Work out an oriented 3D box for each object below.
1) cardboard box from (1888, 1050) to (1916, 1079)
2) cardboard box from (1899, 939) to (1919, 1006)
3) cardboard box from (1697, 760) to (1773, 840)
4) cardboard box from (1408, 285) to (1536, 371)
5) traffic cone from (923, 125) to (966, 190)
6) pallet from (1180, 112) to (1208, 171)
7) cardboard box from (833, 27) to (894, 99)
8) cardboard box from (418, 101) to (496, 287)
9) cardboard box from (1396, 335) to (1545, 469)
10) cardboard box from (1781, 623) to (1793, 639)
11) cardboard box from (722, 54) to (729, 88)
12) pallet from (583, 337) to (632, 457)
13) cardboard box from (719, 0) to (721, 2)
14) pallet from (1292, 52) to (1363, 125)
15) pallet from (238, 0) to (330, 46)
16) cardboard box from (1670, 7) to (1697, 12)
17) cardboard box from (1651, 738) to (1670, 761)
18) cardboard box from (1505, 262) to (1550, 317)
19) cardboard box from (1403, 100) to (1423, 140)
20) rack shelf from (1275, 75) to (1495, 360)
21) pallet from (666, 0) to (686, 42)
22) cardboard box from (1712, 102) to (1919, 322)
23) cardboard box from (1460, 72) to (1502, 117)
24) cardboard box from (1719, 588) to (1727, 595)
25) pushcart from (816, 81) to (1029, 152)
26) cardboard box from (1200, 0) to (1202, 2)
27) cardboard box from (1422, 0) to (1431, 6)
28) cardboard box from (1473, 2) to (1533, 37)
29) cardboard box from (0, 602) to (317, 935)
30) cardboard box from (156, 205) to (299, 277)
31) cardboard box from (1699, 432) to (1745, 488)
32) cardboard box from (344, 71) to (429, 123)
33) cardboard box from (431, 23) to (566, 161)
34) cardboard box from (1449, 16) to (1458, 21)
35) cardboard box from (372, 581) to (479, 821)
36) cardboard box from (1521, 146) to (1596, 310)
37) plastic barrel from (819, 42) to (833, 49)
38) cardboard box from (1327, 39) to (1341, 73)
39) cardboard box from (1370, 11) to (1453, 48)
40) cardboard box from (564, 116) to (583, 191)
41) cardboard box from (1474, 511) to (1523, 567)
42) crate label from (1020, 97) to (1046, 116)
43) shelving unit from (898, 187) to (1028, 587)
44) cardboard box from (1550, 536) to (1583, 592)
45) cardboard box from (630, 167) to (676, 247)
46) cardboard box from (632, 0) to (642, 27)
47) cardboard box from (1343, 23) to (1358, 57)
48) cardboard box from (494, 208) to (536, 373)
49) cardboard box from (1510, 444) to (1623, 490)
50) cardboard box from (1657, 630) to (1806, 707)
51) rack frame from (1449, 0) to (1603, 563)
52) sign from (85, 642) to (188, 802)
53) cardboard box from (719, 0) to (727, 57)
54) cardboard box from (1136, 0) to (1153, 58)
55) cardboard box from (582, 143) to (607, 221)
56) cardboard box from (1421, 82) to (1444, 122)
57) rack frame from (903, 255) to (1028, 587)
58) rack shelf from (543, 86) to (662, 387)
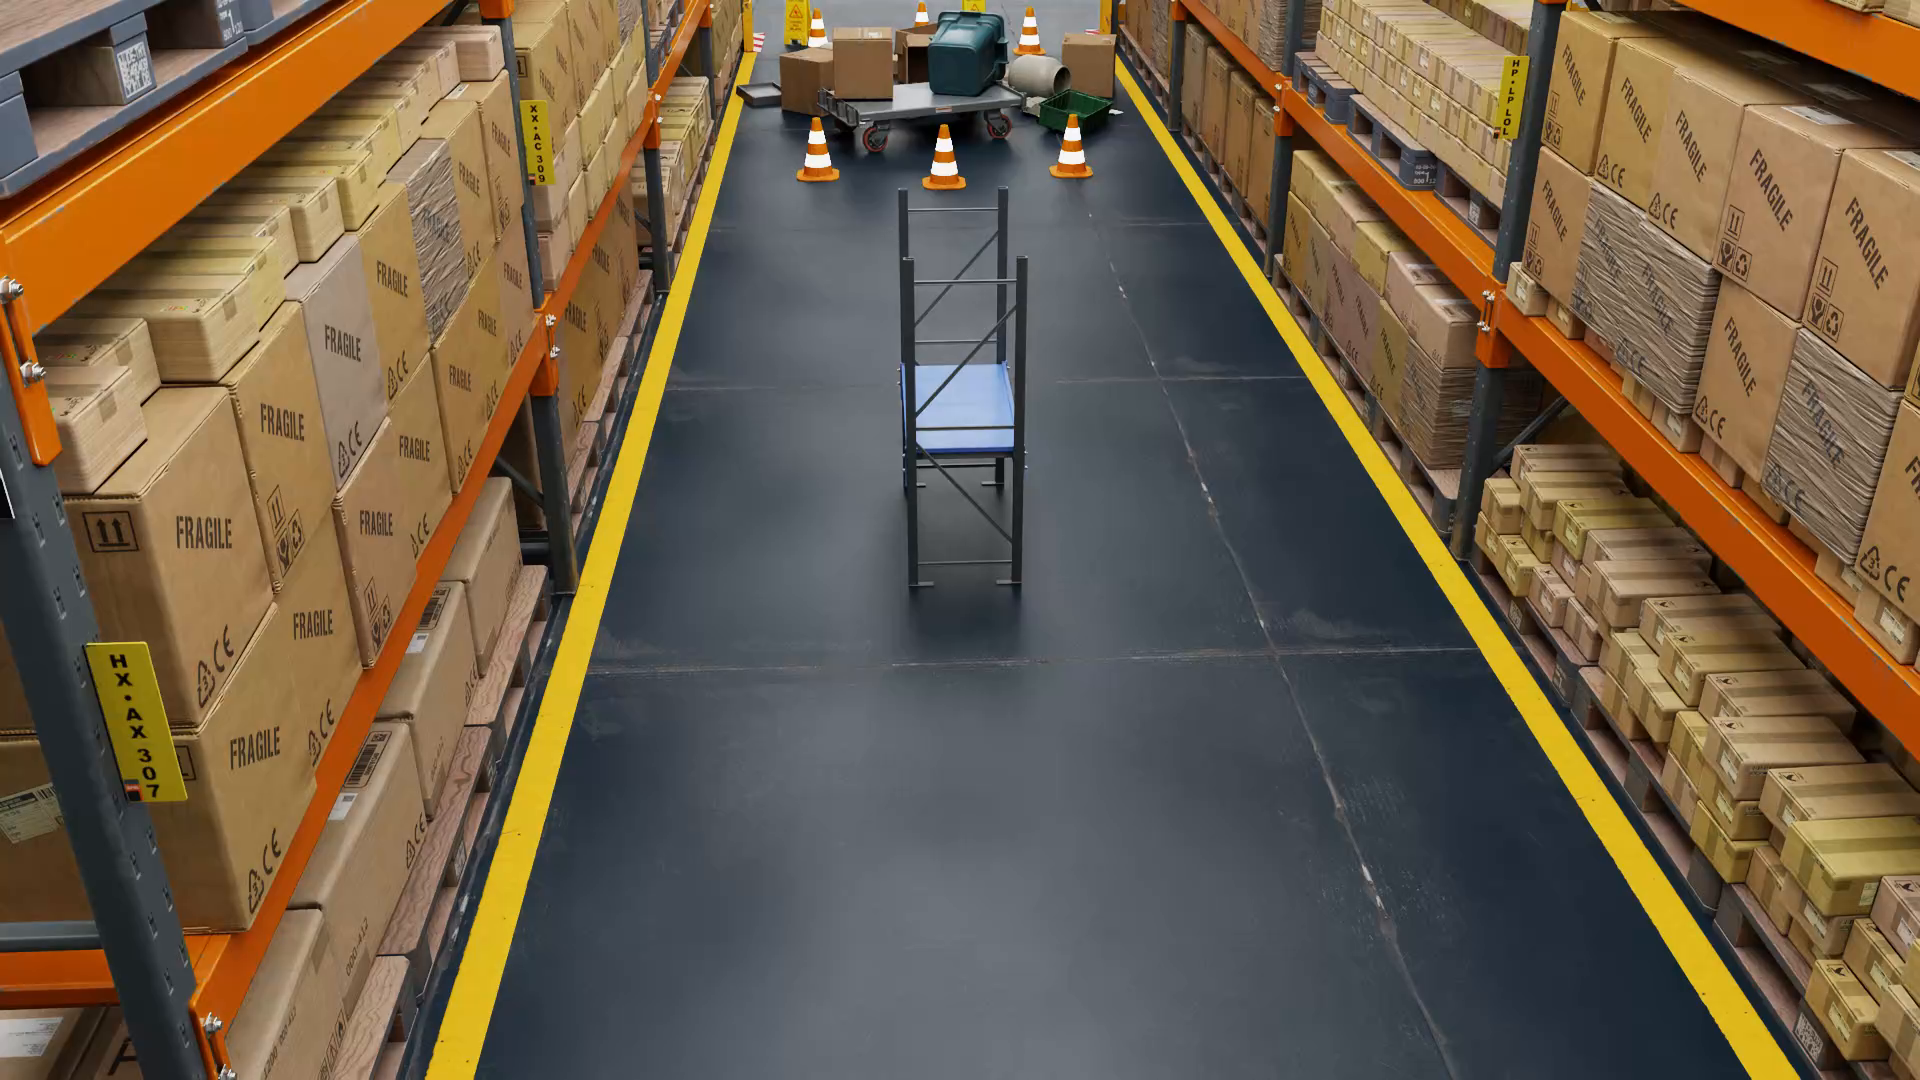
[{"bbox_3d":[2.726,1.421,4.410,0.380,0.149,0.250,-1,28,-2],"label":"cardboard box"},{"bbox_3d":[2.681,1.157,4.273,0.380,0.149,0.250,-1,28,-2],"label":"cardboard box"},{"bbox_3d":[2.581,0.812,5.257,0.380,0.149,0.250,-1,28,-2],"label":"cardboard box"},{"bbox_3d":[2.462,-1.014,7.888,0.500,0.250,0.500,-2,28,-4],"label":"cardboard box"},{"bbox_3d":[-0.126,-3.020,13.041,0.336,0.463,0.334,-1,28,-3],"label":"traffic cone"},{"bbox_3d":[2.451,-3.369,13.982,1.003,0.211,1.213,-1,28,-3],"label":"pallet"},{"bbox_3d":[-0.827,-4.078,14.210,0.500,0.500,0.500,-1,28,-3],"label":"cardboard box"},{"bbox_3d":[-1.866,-1.141,5.505,0.500,0.500,0.500,-2,28,-3],"label":"cardboard box"},{"bbox_3d":[2.463,-0.679,8.058,0.500,0.500,0.500,-2,28,-4],"label":"cardboard box"},{"bbox_3d":[3.173,0.307,5.903,0.380,0.149,0.250,-2,28,-4],"label":"cardboard box"},{"bbox_3d":[-2.403,-4.286,15.244,0.500,0.250,0.500,0,28,0],"label":"cardboard box"},{"bbox_3d":[-2.367,-0.782,9.022,1.003,0.211,1.213,-1,28,-3],"label":"pallet"},{"bbox_3d":[-2.339,-4.957,15.016,0.380,0.149,0.250,0,28,-1],"label":"cardboard box"},{"bbox_3d":[2.688,-2.701,9.893,1.213,0.211,1.003,-1,28,-3],"label":"pallet"},{"bbox_3d":[-2.092,-1.450,4.139,1.003,0.211,1.213,-1,28,-3],"label":"pallet"},{"bbox_3d":[7.165,-4.846,16.046,0.500,0.500,0.500,-4,28,-7],"label":"cardboard box"},{"bbox_3d":[2.650,0.706,5.782,0.380,0.149,0.250,-1,28,-1],"label":"cardboard box"},{"bbox_3d":[2.441,-1.016,6.725,0.380,0.149,0.250,0,28,-1],"label":"cardboard box"},{"bbox_3d":[2.464,-2.121,8.390,0.380,0.149,0.250,0,28,0],"label":"cardboard box"},{"bbox_3d":[2.649,-1.870,8.870,1.077,0.370,4.000,-1,28,-3],"label":"rack shelf"},{"bbox_3d":[-2.538,-3.775,11.951,1.003,0.211,1.213,-1,28,-3],"label":"pallet"},{"bbox_3d":[2.596,-0.961,4.839,0.500,0.500,0.500,-2,28,-4],"label":"cardboard box"},{"bbox_3d":[2.511,-2.028,7.569,0.380,0.149,0.250,-2,28,-4],"label":"cardboard box"},{"bbox_3d":[3.060,0.184,6.460,0.380,0.149,0.250,-1,28,-2],"label":"cardboard box"},{"bbox_3d":[-0.328,-3.709,14.454,1.648,0.377,0.936,-11,30,-20],"label":"pushcart"},{"bbox_3d":[2.121,-4.522,13.068,0.500,0.500,0.500,-1,28,-2],"label":"cardboard box"},{"bbox_3d":[2.790,-3.371,10.862,0.500,0.500,0.500,-1,28,-2],"label":"cardboard box"},{"bbox_3d":[3.070,-2.876,9.195,0.380,0.149,0.250,-1,28,-1],"label":"cardboard box"},{"bbox_3d":[-1.714,0.475,3.488,0.500,0.500,0.500,-2,28,-3],"label":"cardboard box"},{"bbox_3d":[-1.800,-0.681,3.922,0.380,0.149,0.250,-1,28,-2],"label":"cardboard box"},{"bbox_3d":[2.619,-0.286,5.326,0.380,0.149,0.250,0,28,-1],"label":"cardboard box"},{"bbox_3d":[-1.911,-1.384,5.269,0.380,0.149,0.250,-2,28,-3],"label":"cardboard box"},{"bbox_3d":[-1.921,-1.797,6.763,0.500,0.500,0.500,-1,28,-2],"label":"cardboard box"},{"bbox_3d":[3.040,-2.979,9.714,0.380,0.149,0.250,0,28,-1],"label":"cardboard box"},{"bbox_3d":[-2.212,0.556,5.756,0.875,0.438,0.875,-2,28,-4],"label":"cardboard box"},{"bbox_3d":[2.527,-1.207,6.391,0.500,0.500,0.500,-2,28,-4],"label":"cardboard box"},{"bbox_3d":[-1.192,-4.582,16.077,0.512,0.421,0.421,19,33,32],"label":"plastic barrel"},{"bbox_3d":[2.380,-2.852,9.793,0.380,0.149,0.250,0,28,0],"label":"cardboard box"},{"bbox_3d":[2.429,-2.749,8.951,0.380,0.149,0.250,0,28,0],"label":"cardboard box"},{"bbox_3d":[-1.981,-1.705,7.396,0.500,0.250,0.500,-1,28,-2],"label":"cardboard box"},{"bbox_3d":[2.451,-0.012,7.158,0.380,0.149,0.250,-3,28,-5],"label":"cardboard box"},{"bbox_3d":[0.700,-3.961,15.196,0.298,0.136,0.250,-23,35,-37],"label":"crate label"},{"bbox_3d":[-0.004,-0.704,7.479,0.538,1.500,1.048,-1,28,-3],"label":"shelving unit"},{"bbox_3d":[2.604,0.082,6.657,0.380,0.149,0.250,-2,28,-3],"label":"cardboard box"},{"bbox_3d":[-2.413,-2.229,11.167,0.950,0.372,0.625,-3,28,-6],"label":"cardboard box"},{"bbox_3d":[-2.105,-3.202,9.456,0.500,0.500,0.500,-2,28,-4],"label":"cardboard box"},{"bbox_3d":[2.402,-2.843,9.453,0.380,0.149,0.250,-2,28,-4],"label":"cardboard box"},{"bbox_3d":[-1.905,-0.936,6.192,0.500,0.500,0.500,-1,28,-2],"label":"cardboard box"},{"bbox_3d":[2.564,-0.287,7.043,0.380,0.149,0.250,0,28,-1],"label":"cardboard box"},{"bbox_3d":[2.620,0.435,5.658,0.380,0.149,0.250,-1,28,-2],"label":"cardboard box"},{"bbox_3d":[2.753,-1.266,6.933,1.000,3.000,0.127,-1,28,-3],"label":"rack frame"},{"bbox_3d":[-1.421,0.318,2.874,0.100,0.325,0.005,-1,28,-3],"label":"sign"},{"bbox_3d":[-2.403,-4.619,15.072,0.500,0.500,0.500,0,28,-1],"label":"cardboard box"},{"bbox_3d":[2.276,-5.334,16.576,0.875,0.875,0.875,-2,28,-3],"label":"cardboard box"},{"bbox_3d":[-1.984,-1.718,7.963,0.500,0.250,0.500,-2,28,-3],"label":"cardboard box"},{"bbox_3d":[2.479,-2.134,8.094,0.380,0.149,0.250,-3,28,-5],"label":"cardboard box"},{"bbox_3d":[0.022,-0.470,7.029,0.500,1.500,0.032,-1,28,-3],"label":"rack frame"},{"bbox_3d":[-2.289,-1.704,8.552,1.077,0.370,4.000,-1,28,-3],"label":"rack shelf"}]
